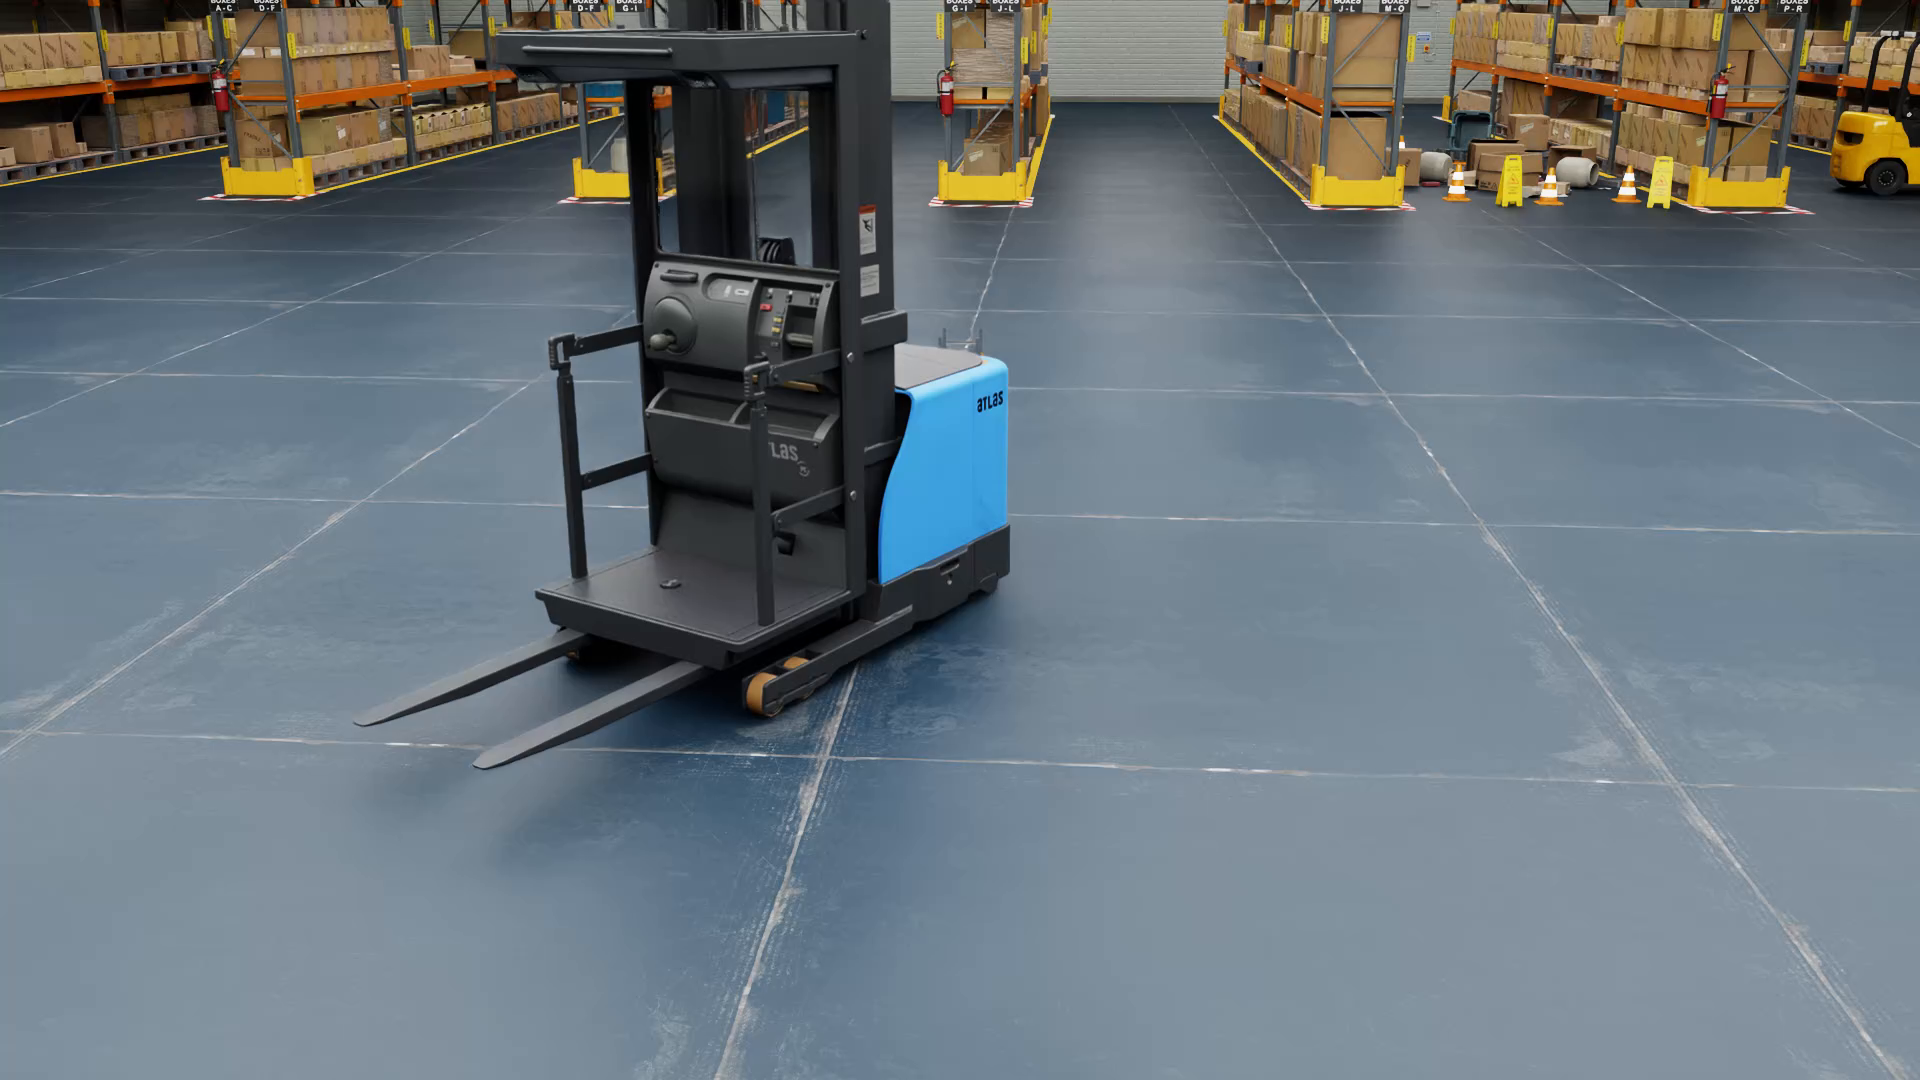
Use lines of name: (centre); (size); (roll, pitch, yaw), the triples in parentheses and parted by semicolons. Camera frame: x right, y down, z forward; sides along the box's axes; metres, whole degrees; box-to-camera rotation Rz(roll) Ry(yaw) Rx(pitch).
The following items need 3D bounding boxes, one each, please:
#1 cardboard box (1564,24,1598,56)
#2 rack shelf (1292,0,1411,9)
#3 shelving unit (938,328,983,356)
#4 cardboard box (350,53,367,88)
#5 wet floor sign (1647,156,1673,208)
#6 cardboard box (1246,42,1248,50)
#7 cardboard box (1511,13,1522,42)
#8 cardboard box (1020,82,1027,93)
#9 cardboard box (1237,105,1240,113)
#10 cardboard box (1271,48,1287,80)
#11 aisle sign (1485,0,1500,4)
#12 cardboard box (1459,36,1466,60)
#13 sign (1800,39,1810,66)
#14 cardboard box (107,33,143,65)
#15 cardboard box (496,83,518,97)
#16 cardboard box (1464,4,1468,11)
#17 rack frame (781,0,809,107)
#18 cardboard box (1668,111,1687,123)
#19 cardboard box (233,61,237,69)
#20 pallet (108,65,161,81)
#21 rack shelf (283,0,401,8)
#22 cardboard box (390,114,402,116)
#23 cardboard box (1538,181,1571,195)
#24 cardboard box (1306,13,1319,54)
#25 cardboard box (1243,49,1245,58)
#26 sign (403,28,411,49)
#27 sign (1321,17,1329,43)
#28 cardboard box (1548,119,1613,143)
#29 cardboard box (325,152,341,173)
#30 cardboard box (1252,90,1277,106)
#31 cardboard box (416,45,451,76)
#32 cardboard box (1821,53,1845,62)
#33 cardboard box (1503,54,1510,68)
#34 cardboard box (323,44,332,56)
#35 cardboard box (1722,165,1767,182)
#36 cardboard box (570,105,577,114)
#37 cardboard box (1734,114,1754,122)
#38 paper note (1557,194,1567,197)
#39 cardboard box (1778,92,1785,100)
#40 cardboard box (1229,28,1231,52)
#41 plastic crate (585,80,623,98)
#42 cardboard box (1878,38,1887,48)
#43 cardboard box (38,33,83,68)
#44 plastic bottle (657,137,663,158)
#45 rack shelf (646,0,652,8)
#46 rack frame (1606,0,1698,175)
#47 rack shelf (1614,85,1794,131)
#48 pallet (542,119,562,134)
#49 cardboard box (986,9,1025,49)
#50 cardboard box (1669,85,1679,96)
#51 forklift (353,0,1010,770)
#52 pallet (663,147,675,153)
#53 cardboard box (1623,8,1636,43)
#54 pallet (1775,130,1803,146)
cardboard box: (10.462, -8.377, 27.859); (0.500, 0.500, 0.500); (2, 18, 7)
rack shelf: (5.381, -7.585, 23.091); (1.077, 0.370, 4.000); (1, 18, 4)
shelving unit: (0.004, -0.516, 8.310); (0.215, 1.050, 0.252); (1, 18, 4)
cardboard box: (-9.393, -7.077, 25.042); (0.700, 0.500, 0.500); (2, 18, 5)
wet floor sign: (9.101, -4.647, 21.569); (0.267, 0.644, 0.232); (8, 20, 23)
cardboard box: (5.465, -9.069, 30.536); (0.380, 0.149, 0.250); (1, 18, 4)
cardboard box: (10.677, -9.606, 31.155); (0.500, 0.500, 0.500); (1, 18, 3)
cardboard box: (0.760, -6.450, 23.692); (0.380, 0.149, 0.250); (1, 18, 4)
cardboard box: (5.803, -8.698, 33.577); (0.380, 0.149, 0.250); (2, 18, 5)
cardboard box: (5.402, -7.809, 27.278); (0.500, 0.500, 0.500); (1, 18, 3)
aisle sign: (11.644, -12.021, 36.117); (0.394, 0.787, 0.004); (1, 18, 4)
cardboard box: (11.000, -10.517, 35.542); (0.500, 0.500, 0.500); (1, 18, 3)
sign: (10.723, -6.200, 21.138); (0.100, 0.325, 0.005); (1, 18, 4)
cardboard box: (-14.120, -8.183, 27.713); (0.700, 0.500, 0.500); (3, 18, 10)
cardboard box: (-9.072, -8.894, 32.851); (0.500, 0.250, 0.500); (1, 18, 4)
cardboard box: (10.947, -11.336, 35.393); (0.380, 0.149, 0.250); (2, 18, 6)
rack frame: (-3.495, -11.102, 37.487); (1.000, 3.000, 0.127); (1, 18, 4)
cardboard box: (9.960, -5.807, 22.822); (0.380, 0.149, 0.250); (2, 18, 5)
cardboard box: (-13.696, -8.826, 30.912); (0.380, 0.149, 0.250); (1, 18, 3)
pallet: (-14.037, -7.739, 27.532); (1.003, 0.211, 1.213); (1, 18, 4)
rack shelf: (-9.439, -7.949, 24.203); (1.077, 0.370, 4.000); (1, 18, 4)
cardboard box: (-9.522, -6.940, 27.626); (0.500, 0.311, 0.500); (2, 18, 5)
cardboard box: (8.261, -4.898, 23.132); (0.380, 0.149, 0.250); (12, 22, 32)
cardboard box: (5.334, -7.090, 23.269); (0.875, 0.550, 0.500); (1, 18, 4)
cardboard box: (5.501, -9.091, 31.080); (0.380, 0.149, 0.250); (0, 18, 1)
sign: (-8.742, -7.924, 26.271); (0.100, 0.325, 0.005); (1, 18, 4)
sign: (4.697, -6.559, 21.384); (0.100, 0.325, 0.005); (1, 18, 4)
cardboard box: (10.705, -7.061, 28.701); (0.950, 0.372, 0.625); (0, 18, 0)
cardboard box: (-9.290, -5.454, 23.993); (0.500, 0.250, 0.500); (1, 18, 4)
cardboard box: (5.624, -8.108, 30.486); (0.500, 0.250, 0.500); (2, 18, 5)
cardboard box: (-9.113, -8.255, 28.638); (0.500, 0.500, 0.500); (0, 18, 1)
cardboard box: (15.371, -8.469, 29.180); (0.380, 0.149, 0.250); (2, 18, 5)
cardboard box: (10.712, -9.165, 31.817); (0.500, 0.250, 0.500); (1, 18, 3)
cardboard box: (-9.267, -7.038, 23.882); (0.380, 0.149, 0.250); (1, 18, 2)
cardboard box: (10.516, -4.938, 22.418); (0.500, 0.250, 0.500); (1, 18, 3)
cardboard box: (-8.425, -9.228, 35.613); (0.380, 0.166, 0.250); (1, 18, 4)
cardboard box: (15.741, -8.443, 33.275); (0.380, 0.149, 0.250); (1, 18, 2)
paper note: (8.265, -4.728, 22.803); (0.148, 0.019, 0.142); (-5, 19, -15)
cardboard box: (15.753, -8.465, 31.738); (0.380, 0.149, 0.250); (0, 18, 1)
cardboard box: (6.064, -10.738, 35.738); (0.500, 0.500, 0.500); (1, 18, 4)
plastic crate: (-4.905, -6.224, 22.840); (0.499, 0.251, 0.616); (1, 18, 4)
cardboard box: (15.373, -8.194, 27.412); (0.380, 0.149, 0.250); (1, 18, 5)
cardboard box: (-13.993, -7.582, 25.749); (0.500, 0.500, 0.500); (1, 18, 4)
plastic bottle: (-4.684, -6.081, 25.710); (0.144, 0.351, 0.185); (1, 18, 4)
rack shelf: (-4.499, -7.837, 23.862); (1.077, 0.370, 4.000); (1, 18, 4)
rack frame: (10.469, -7.043, 25.101); (1.000, 3.000, 0.127); (1, 18, 4)
rack shelf: (10.326, -6.080, 23.317); (1.077, 0.370, 4.000); (1, 18, 4)
pallet: (-8.743, -8.393, 33.697); (1.003, 0.211, 1.213); (1, 18, 4)
cardboard box: (0.609, -6.851, 22.269); (0.500, 0.500, 0.500); (1, 18, 4)
cardboard box: (10.018, -6.201, 22.934); (0.380, 0.149, 0.250); (1, 18, 3)
forklift: (-0.999, -0.884, 6.415); (1.130, 2.935, 3.031); (12, 21, 32)
pallet: (-4.338, -6.295, 27.294); (1.003, 0.211, 1.213); (1, 18, 4)
cardboard box: (10.221, -7.575, 24.481); (0.700, 0.500, 0.500); (1, 18, 3)
pallet: (15.888, -7.460, 30.850); (1.003, 0.211, 1.213); (1, 18, 4)
